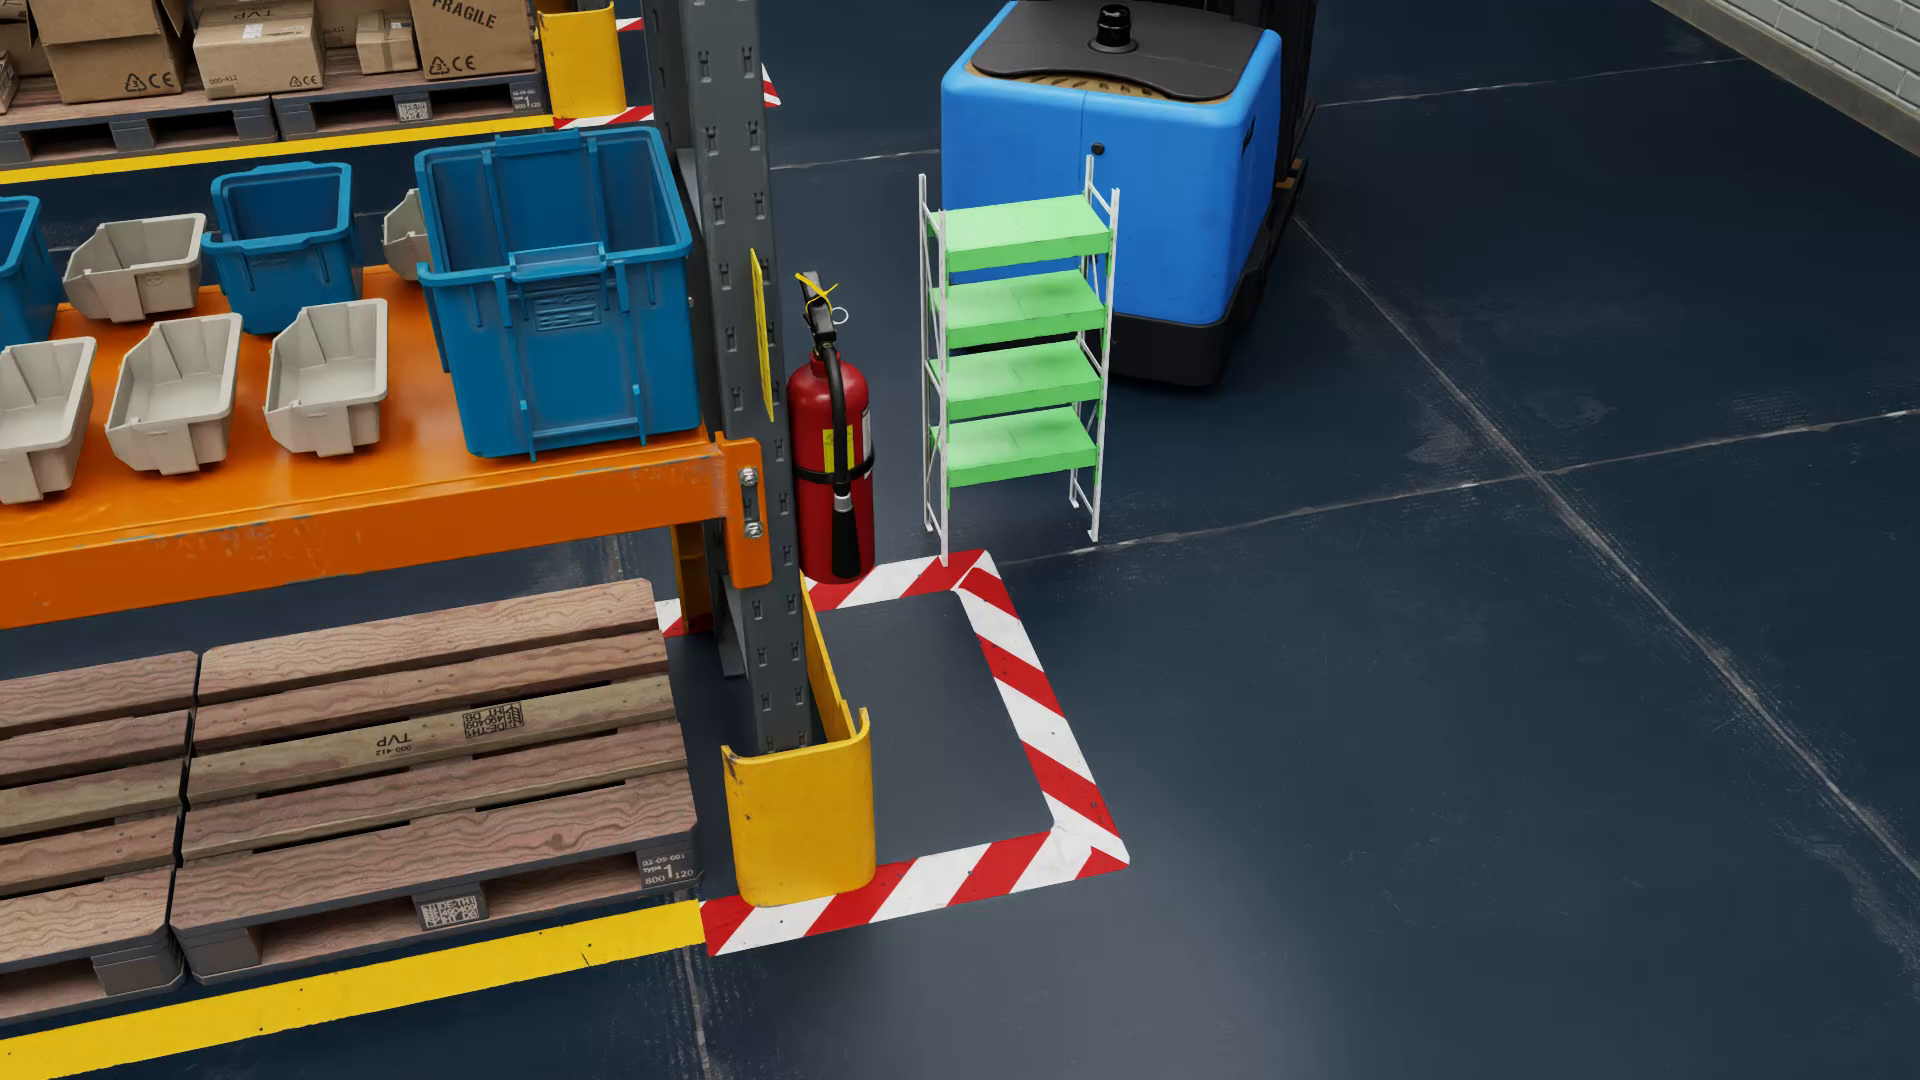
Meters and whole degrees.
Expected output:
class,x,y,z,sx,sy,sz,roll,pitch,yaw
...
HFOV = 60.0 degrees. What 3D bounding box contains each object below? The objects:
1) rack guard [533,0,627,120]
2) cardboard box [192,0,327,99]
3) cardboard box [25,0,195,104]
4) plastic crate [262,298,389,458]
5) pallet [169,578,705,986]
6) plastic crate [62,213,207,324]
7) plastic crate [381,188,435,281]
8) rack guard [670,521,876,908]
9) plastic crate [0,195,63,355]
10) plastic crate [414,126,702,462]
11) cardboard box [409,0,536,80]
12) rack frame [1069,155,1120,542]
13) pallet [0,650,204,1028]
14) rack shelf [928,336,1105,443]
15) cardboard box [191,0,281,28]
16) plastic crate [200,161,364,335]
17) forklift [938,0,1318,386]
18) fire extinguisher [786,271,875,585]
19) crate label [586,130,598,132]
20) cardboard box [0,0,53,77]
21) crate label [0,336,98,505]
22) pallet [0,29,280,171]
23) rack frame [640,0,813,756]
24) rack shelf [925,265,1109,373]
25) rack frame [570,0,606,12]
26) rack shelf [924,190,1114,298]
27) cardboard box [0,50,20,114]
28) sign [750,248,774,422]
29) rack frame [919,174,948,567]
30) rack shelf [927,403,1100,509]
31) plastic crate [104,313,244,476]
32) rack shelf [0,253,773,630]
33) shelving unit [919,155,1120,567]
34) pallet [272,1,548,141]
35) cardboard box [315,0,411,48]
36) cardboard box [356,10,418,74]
class,x,y,z,sx,sy,sz,roll,pitch,yaw
rack guard,-1.895,-2.541,8.160,0.348,0.500,1.175,-9,38,-12
cardboard box,-3.207,-2.265,7.643,0.500,0.250,0.500,-9,38,-12
cardboard box,-3.871,-2.396,7.606,0.637,0.503,0.797,-9,38,-12
plastic crate,-1.274,-0.323,3.372,0.243,0.136,0.396,-9,38,-12
pallet,-1.340,0.576,4.324,1.213,0.211,1.003,-9,38,-12
plastic crate,-1.844,-0.603,3.737,0.298,0.136,0.250,-9,38,-12
plastic crate,-1.189,-0.711,3.878,0.298,0.136,0.250,-9,38,-12
rack guard,-0.514,0.342,4.392,0.348,0.500,1.175,-9,38,-12
plastic crate,-2.129,-0.543,3.579,0.300,0.233,0.416,-9,38,-12
plastic crate,-0.808,-0.515,3.376,0.499,0.435,0.616,-9,38,-12
cardboard box,-2.282,-2.497,7.741,0.500,0.500,0.500,-9,38,-12
rack frame,0.395,-0.541,4.970,0.015,1.200,0.240,-9,38,-12
pallet,-2.515,0.767,4.074,1.213,0.211,1.003,-9,38,-12
rack shelf,0.160,-0.452,4.959,0.480,0.148,0.258,-9,38,-12
cardboard box,-3.386,-2.550,8.016,0.500,0.250,0.500,-9,38,-12
plastic crate,-1.493,-0.647,3.715,0.300,0.233,0.416,-9,38,-12
forklift,0.867,-2.601,6.238,1.130,2.935,3.031,11,39,14
fire extinguisher,-0.269,-0.218,3.437,0.183,0.674,0.296,-9,38,-12
crate label,-0.858,-0.751,3.851,0.303,0.233,0.416,-9,38,-12
cardboard box,-4.483,-2.394,7.762,0.500,0.311,0.500,-9,38,-12
crate label,-1.820,-0.228,3.246,0.243,0.136,0.396,-9,38,-12
pallet,-3.840,-2.108,7.832,1.213,0.211,1.003,-9,38,-12
rack frame,-0.534,-0.640,3.618,0.127,3.000,1.000,-9,38,-12
rack shelf,0.160,-0.643,4.813,0.480,0.148,0.258,-9,38,-12
rack frame,-1.821,-3.546,7.416,0.127,3.000,1.000,-9,38,-12
rack shelf,0.160,-0.833,4.667,0.480,0.148,0.258,-9,38,-12
cardboard box,-4.389,-2.044,7.423,0.250,0.166,0.380,-9,38,-12
sign,-0.374,-0.384,3.149,0.005,0.325,0.100,-9,38,-12
rack frame,-0.076,-0.464,4.869,0.015,1.200,0.240,-9,38,-12
rack shelf,0.160,-0.261,5.104,0.480,0.148,0.258,-9,38,-12
plastic crate,-1.557,-0.286,3.323,0.243,0.136,0.396,-9,38,-12
rack shelf,-2.464,-0.037,3.422,4.000,0.370,1.077,-9,38,-12
shelving unit,0.160,-0.503,4.920,0.503,1.200,0.258,-9,38,-12
pallet,-2.664,-2.299,8.082,1.213,0.211,1.003,-9,38,-12
cardboard box,-2.903,-2.630,8.120,0.500,0.250,0.500,-9,38,-12
cardboard box,-2.697,-2.353,7.827,0.250,0.166,0.380,-9,38,-12
